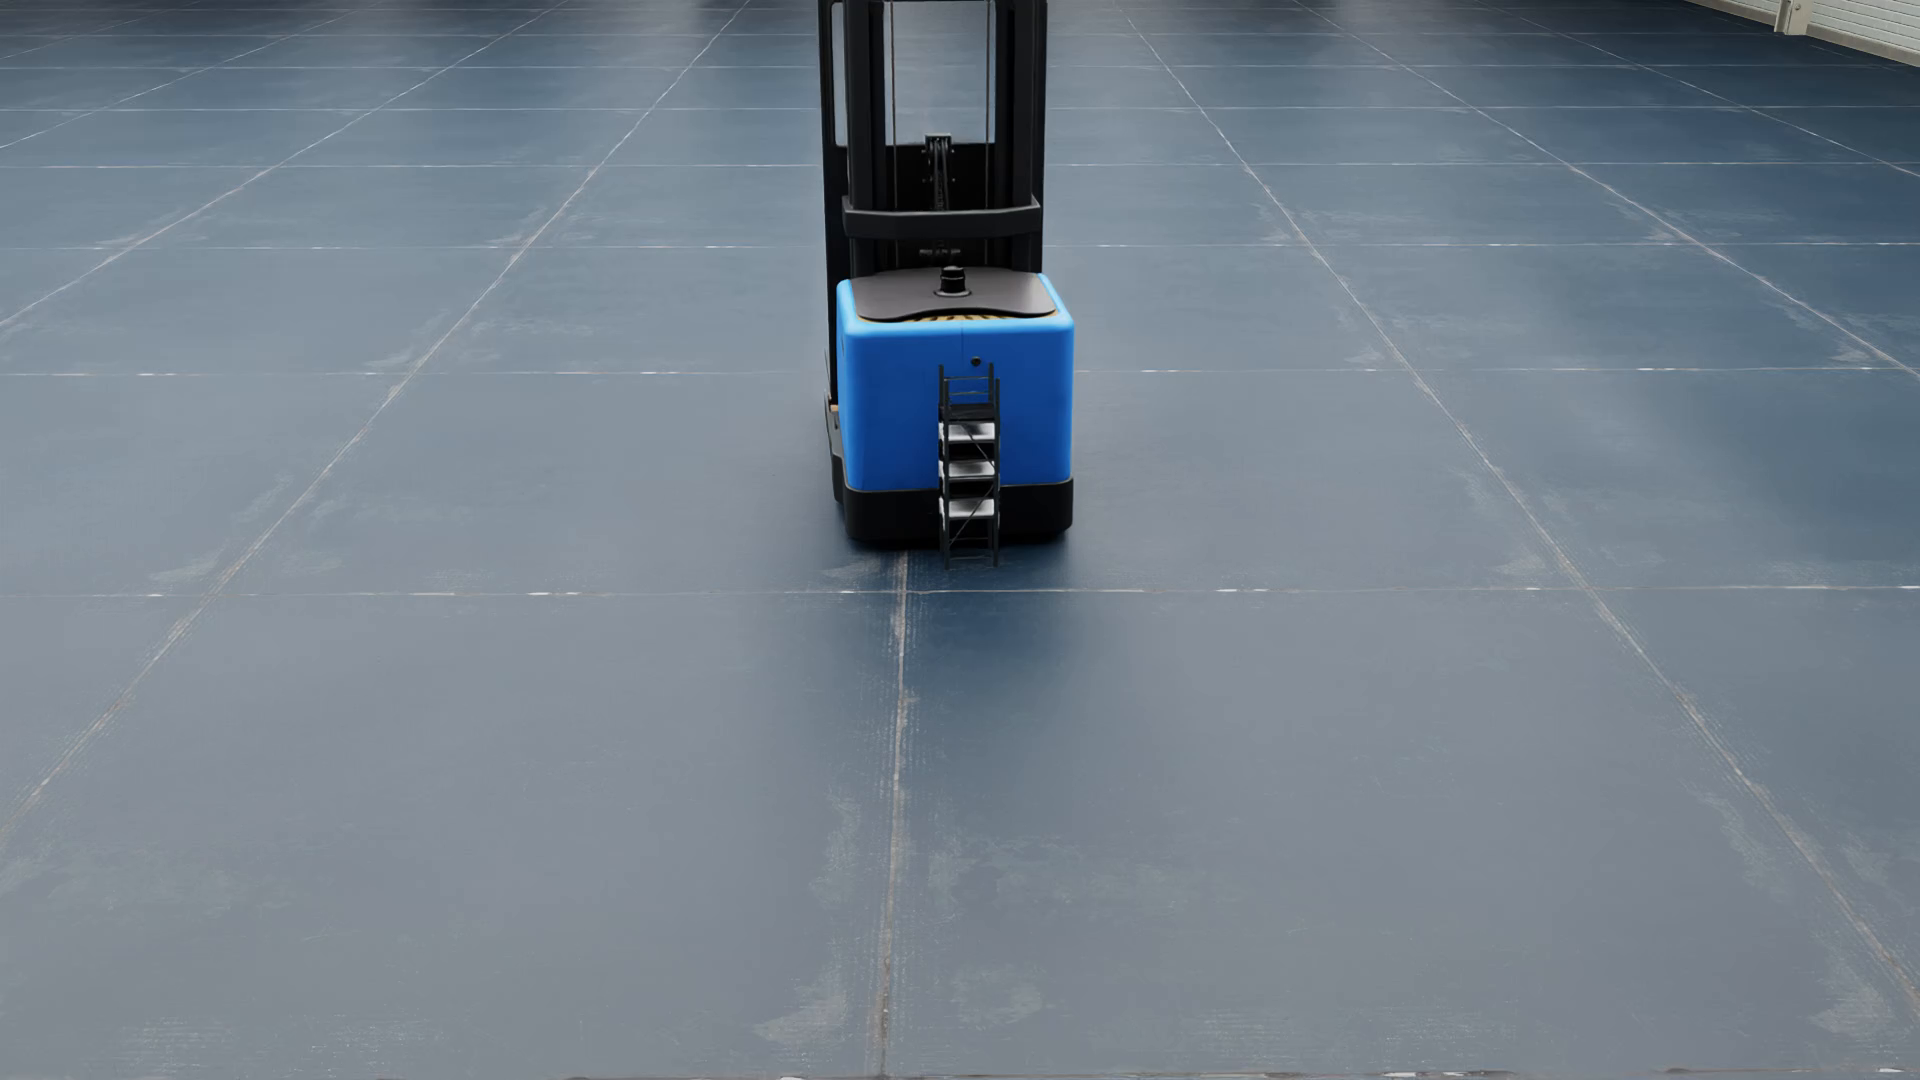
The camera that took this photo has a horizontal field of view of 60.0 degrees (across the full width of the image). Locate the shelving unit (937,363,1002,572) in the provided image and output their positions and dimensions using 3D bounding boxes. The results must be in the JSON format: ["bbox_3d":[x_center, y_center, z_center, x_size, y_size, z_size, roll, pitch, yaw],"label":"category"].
[{"bbox_3d":[0.040,-0.317,7.359,0.258,0.900,0.210,-3,24,-6],"label":"shelving unit"}]

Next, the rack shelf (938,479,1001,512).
[{"bbox_3d":[0.040,-0.205,7.410,0.258,0.077,0.200,-3,24,-6],"label":"rack shelf"}]

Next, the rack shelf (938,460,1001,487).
[{"bbox_3d":[0.040,-0.287,7.373,0.258,0.077,0.200,-3,24,-6],"label":"rack shelf"}]

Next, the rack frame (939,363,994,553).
[{"bbox_3d":[0.028,-0.359,7.451,0.240,0.900,0.006,-3,24,-6],"label":"rack frame"}]

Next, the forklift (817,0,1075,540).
[{"bbox_3d":[-0.158,-1.908,8.411,1.130,2.935,3.031,-3,24,-6],"label":"forklift"}]

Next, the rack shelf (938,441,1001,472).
[{"bbox_3d":[0.040,-0.369,7.336,0.258,0.077,0.200,-3,24,-6],"label":"rack shelf"}]

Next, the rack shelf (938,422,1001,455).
[{"bbox_3d":[0.040,-0.451,7.299,0.258,0.077,0.200,-3,24,-6],"label":"rack shelf"}]

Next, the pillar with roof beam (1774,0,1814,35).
[{"bbox_3d":[7.571,-11.328,21.876,9.100,9.000,0.400,0,24,-1],"label":"pillar with roof beam"}]

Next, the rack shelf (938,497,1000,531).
[{"bbox_3d":[0.040,-0.123,7.447,0.258,0.077,0.200,-3,24,-6],"label":"rack shelf"}]

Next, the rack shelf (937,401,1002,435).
[{"bbox_3d":[0.040,-0.533,7.262,0.258,0.077,0.200,-3,24,-6],"label":"rack shelf"}]

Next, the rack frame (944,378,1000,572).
[{"bbox_3d":[0.051,-0.275,7.267,0.240,0.900,0.006,-3,24,-6],"label":"rack frame"}]
